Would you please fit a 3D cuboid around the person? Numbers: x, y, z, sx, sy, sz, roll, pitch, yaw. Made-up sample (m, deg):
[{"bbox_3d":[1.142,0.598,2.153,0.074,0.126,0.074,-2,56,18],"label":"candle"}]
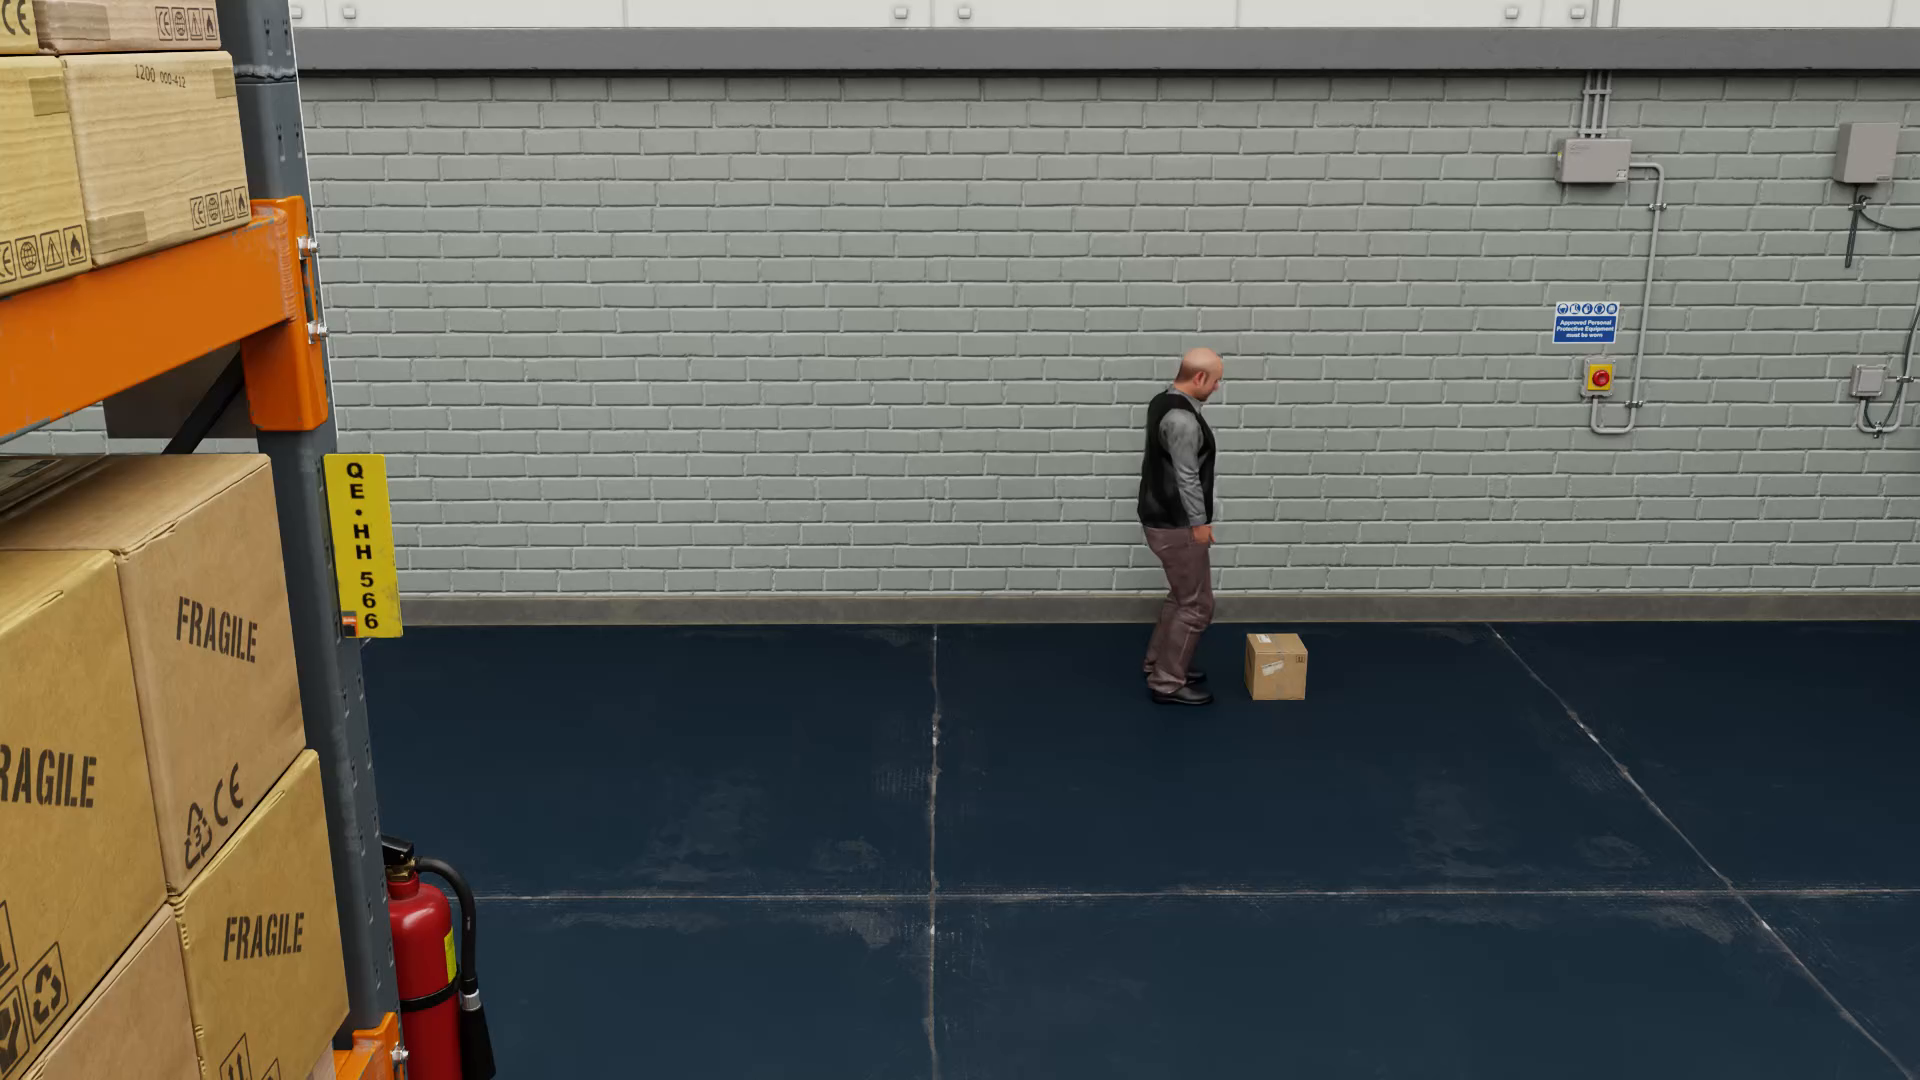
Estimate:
[{"bbox_3d":[1.041,-0.077,7.906,0.390,1.692,0.549,0,17,0],"label":"person"}]
